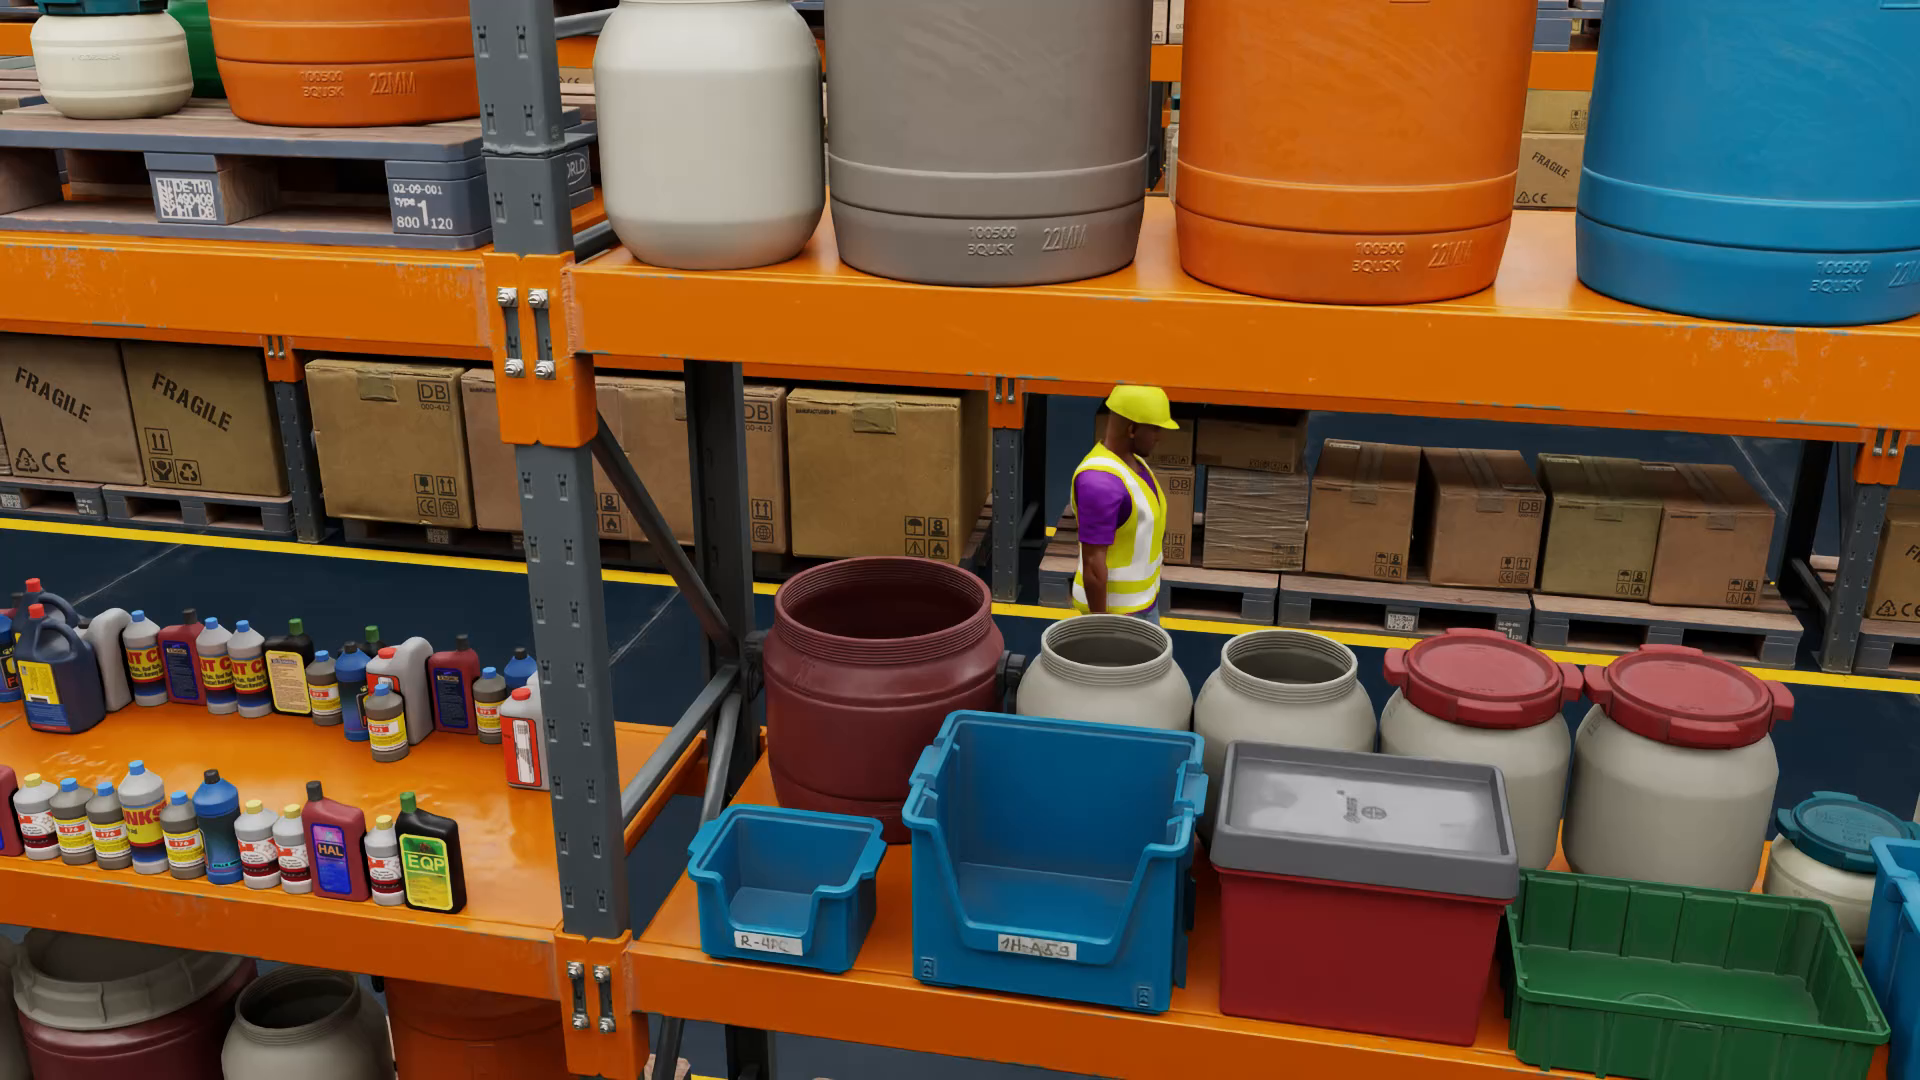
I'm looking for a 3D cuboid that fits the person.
[{"bbox_3d":[0.700,0.282,6.456,0.522,1.843,0.599,7,22,16],"label":"person"}]
